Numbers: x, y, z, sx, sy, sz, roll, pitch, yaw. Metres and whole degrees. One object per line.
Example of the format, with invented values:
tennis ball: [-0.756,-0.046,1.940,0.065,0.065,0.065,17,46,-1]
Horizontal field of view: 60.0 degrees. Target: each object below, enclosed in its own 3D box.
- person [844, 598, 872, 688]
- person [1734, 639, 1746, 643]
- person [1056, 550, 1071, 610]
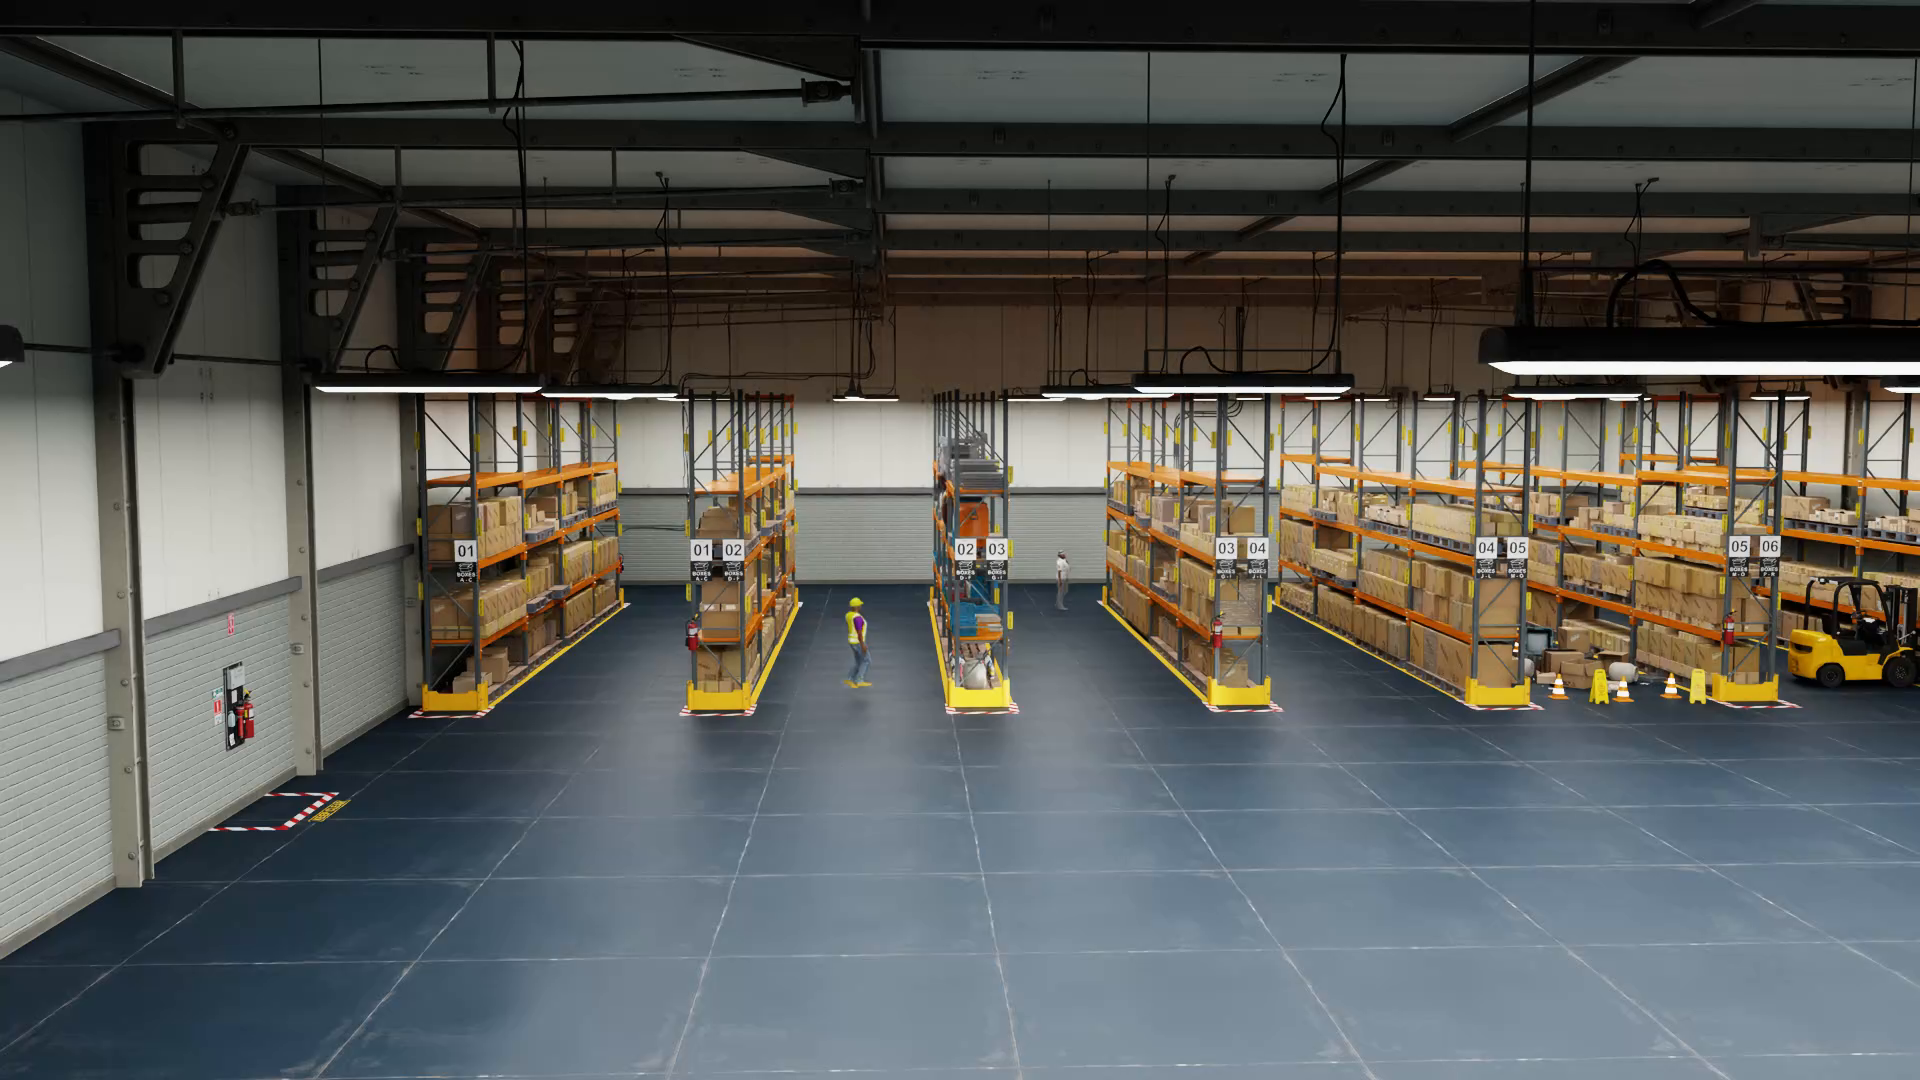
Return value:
person: [-1.976,2.001,32.107,0.495,1.789,0.646,-1,5,-13]
person: [16.964,1.869,36.421,0.662,1.777,0.608,4,6,40]
person: [2.850,1.102,46.435,0.436,1.690,0.524,2,5,28]
